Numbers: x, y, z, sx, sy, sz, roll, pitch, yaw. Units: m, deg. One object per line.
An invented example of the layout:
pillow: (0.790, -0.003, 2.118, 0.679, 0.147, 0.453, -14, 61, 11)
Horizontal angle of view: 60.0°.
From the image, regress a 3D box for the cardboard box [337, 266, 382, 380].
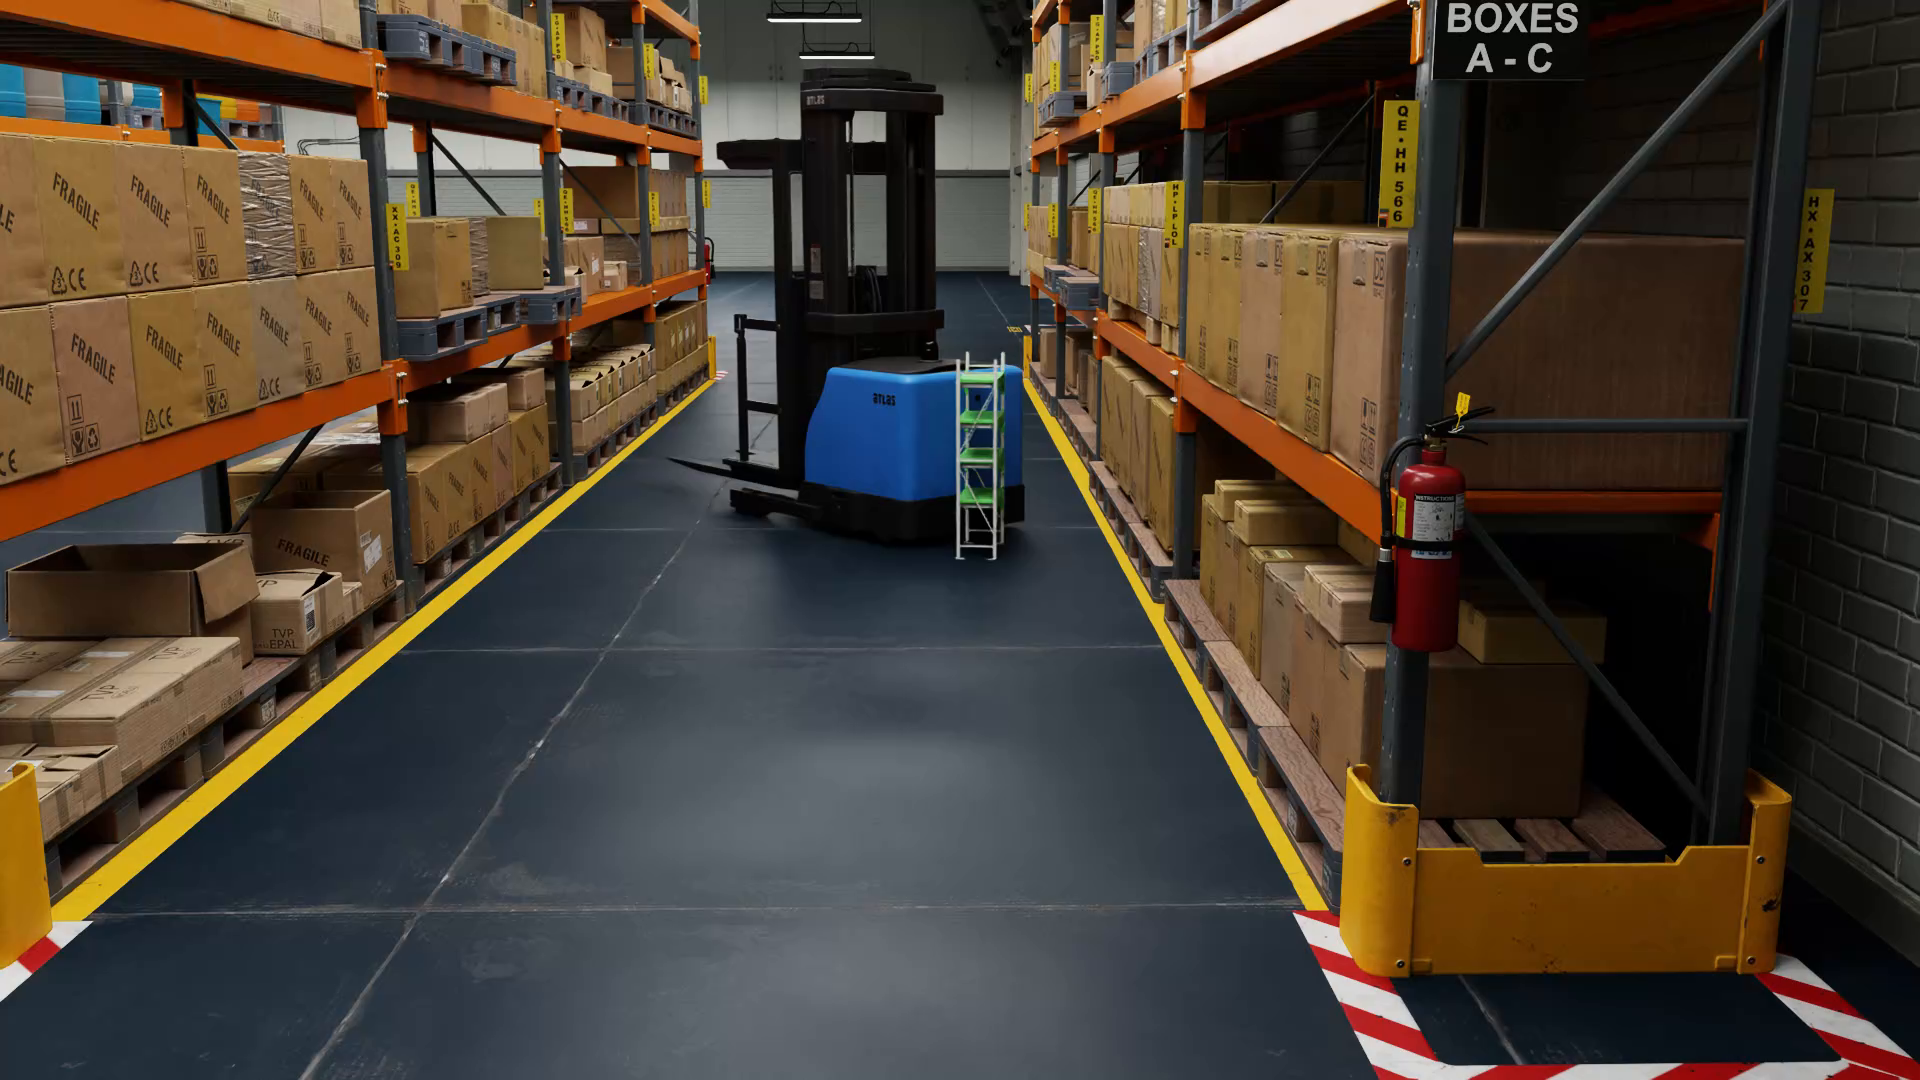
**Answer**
cardboard box: (-3.070, -1.026, 7.822, 0.500, 0.500, 0.500, 0, 11, 0)

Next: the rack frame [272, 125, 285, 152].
rack frame: (-8.537, -3.441, 19.978, 1.000, 3.000, 0.127, 0, 11, -1)

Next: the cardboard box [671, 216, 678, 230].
cardboard box: (-3.365, -3.548, 18.619, 0.380, 0.149, 0.250, 0, 11, 1)

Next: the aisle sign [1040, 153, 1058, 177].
aisle sign: (1.067, -4.769, 19.984, 0.394, 0.787, 0.004, 0, 11, -1)

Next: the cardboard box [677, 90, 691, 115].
cardboard box: (-3.297, -4.904, 18.612, 0.500, 0.250, 0.500, 0, 11, -1)

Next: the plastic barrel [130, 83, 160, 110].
plastic barrel: (-8.368, -4.766, 16.646, 0.600, 0.901, 0.708, 0, 11, -1)

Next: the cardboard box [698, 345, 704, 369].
cardboard box: (-3.256, -2.114, 19.297, 0.500, 0.250, 0.500, 0, 11, -1)

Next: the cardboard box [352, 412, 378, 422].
cardboard box: (-3.674, -0.566, 10.984, 0.500, 0.500, 0.500, 0, 11, -2)

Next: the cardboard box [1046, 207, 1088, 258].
cardboard box: (1.132, -3.083, 16.654, 0.500, 0.500, 0.500, 0, 11, -1)

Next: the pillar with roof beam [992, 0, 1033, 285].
pillar with roof beam: (-2.553, -11.040, 42.342, 9.100, 9.000, 0.548, 0, 11, -1)

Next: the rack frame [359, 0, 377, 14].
rack frame: (-3.337, -4.016, 7.720, 1.000, 3.000, 0.127, 0, 11, -1)

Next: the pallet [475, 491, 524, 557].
pallet: (-3.419, -0.114, 10.588, 1.003, 0.211, 1.213, 0, 11, -1)

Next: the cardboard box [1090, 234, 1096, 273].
cardboard box: (1.466, -2.497, 13.967, 0.700, 0.500, 0.500, 0, 11, -1)

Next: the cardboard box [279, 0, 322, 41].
cardboard box: (-3.061, -2.277, 7.072, 0.500, 0.250, 0.500, 0, 11, -1)

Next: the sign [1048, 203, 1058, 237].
sign: (0.908, -3.107, 16.154, 0.100, 0.325, 0.005, 0, 11, -1)

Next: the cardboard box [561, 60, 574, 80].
cardboard box: (-3.524, -3.888, 13.955, 0.500, 0.250, 0.500, -1, 12, -6)

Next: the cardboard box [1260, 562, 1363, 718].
cardboard box: (1.563, 0.380, 6.375, 0.700, 0.500, 0.500, -1, 11, -3)

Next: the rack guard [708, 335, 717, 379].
rack guard: (-3.585, -2.241, 20.346, 1.175, 0.500, 0.348, 0, 11, -1)

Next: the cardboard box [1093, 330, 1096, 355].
cardboard box: (1.495, -1.811, 15.237, 0.500, 0.250, 0.500, 0, 11, -2)

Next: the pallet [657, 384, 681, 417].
pallet: (-3.476, -1.458, 17.212, 1.003, 0.211, 1.213, 0, 11, -1)

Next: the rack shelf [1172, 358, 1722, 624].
rack shelf: (1.657, -0.347, 6.532, 1.077, 0.370, 4.000, 0, 11, -1)

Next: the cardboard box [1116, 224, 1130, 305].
cardboard box: (1.298, -1.796, 10.817, 0.500, 0.500, 0.500, 0, 11, -1)

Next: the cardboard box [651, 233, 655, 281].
cardboard box: (-3.535, -2.908, 17.096, 0.700, 0.500, 0.500, 0, 11, -2)

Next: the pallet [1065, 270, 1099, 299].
pallet: (1.451, -2.191, 14.298, 1.003, 0.211, 1.213, 0, 11, -1)

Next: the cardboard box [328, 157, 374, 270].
cardboard box: (-3.067, -1.515, 7.717, 0.500, 0.500, 0.500, 0, 11, -1)

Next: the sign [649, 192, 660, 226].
sign: (-2.960, -3.199, 16.068, 0.100, 0.325, 0.005, 0, 11, -1)

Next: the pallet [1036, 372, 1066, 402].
pallet: (1.373, -1.697, 18.392, 1.003, 0.211, 1.213, 0, 11, -1)

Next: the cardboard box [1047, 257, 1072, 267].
cardboard box: (1.138, -2.716, 16.730, 0.500, 0.250, 0.500, 0, 11, -1)

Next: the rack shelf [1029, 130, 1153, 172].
rack shelf: (1.409, -4.202, 17.992, 1.077, 0.370, 4.000, 0, 11, -1)

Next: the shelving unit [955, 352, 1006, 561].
shelving unit: (0.127, -0.517, 10.089, 0.258, 1.200, 0.503, 1, 12, 6)

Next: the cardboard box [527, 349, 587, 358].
cardboard box: (-3.737, -1.616, 15.430, 0.500, 0.311, 0.500, 0, 11, -2)

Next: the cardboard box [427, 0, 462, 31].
cardboard box: (-3.304, -3.215, 9.758, 0.600, 0.600, 0.600, -1, 11, -3)

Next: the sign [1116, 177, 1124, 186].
sign: (1.923, -4.203, 20.023, 0.100, 0.325, 0.005, 0, 11, -1)

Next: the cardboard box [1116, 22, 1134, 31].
cardboard box: (1.726, -4.804, 16.335, 0.500, 0.500, 0.500, 0, 11, 0)

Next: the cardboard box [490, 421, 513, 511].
cardboard box: (-3.138, -0.469, 10.508, 0.500, 0.500, 0.500, -1, 11, -3)

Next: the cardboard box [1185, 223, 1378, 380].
cardboard box: (1.611, -1.136, 7.859, 0.980, 0.700, 0.700, 0, 11, 0)

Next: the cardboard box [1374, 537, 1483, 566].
cardboard box: (1.765, 0.084, 6.200, 0.380, 0.149, 0.250, 0, 11, 0)

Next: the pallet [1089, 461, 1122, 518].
pallet: (1.474, -0.368, 11.843, 1.003, 0.211, 1.213, 0, 11, -1)

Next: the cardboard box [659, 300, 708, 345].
cardboard box: (-3.276, -2.581, 19.712, 0.500, 0.500, 0.500, 0, 11, -1)

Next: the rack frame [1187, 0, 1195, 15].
rack frame: (1.616, -4.037, 7.824, 1.000, 3.000, 0.127, 0, 11, -1)

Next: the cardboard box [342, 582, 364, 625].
cardboard box: (-2.973, 0.292, 7.637, 0.380, 0.149, 0.250, 0, 11, -1)

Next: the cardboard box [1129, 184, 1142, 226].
cardboard box: (1.328, -2.065, 10.257, 0.500, 0.250, 0.500, 0, 11, -2)

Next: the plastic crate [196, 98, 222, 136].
plastic crate: (-8.197, -4.526, 17.819, 0.392, 0.384, 0.575, 0, 11, -1)

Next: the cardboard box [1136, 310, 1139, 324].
cardboard box: (1.368, -1.508, 11.028, 0.380, 0.149, 0.250, 0, 11, 0)

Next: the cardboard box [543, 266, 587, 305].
cardboard box: (-3.244, -2.006, 13.125, 0.500, 0.311, 0.500, 0, 11, -2)

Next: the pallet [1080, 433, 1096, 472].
pallet: (1.519, -0.681, 13.383, 1.003, 0.211, 1.213, 0, 11, -1)

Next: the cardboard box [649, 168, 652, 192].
cardboard box: (-3.529, -3.539, 16.946, 0.700, 0.500, 0.500, 0, 11, -1)

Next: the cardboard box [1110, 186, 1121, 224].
cardboard box: (1.297, -2.266, 11.247, 0.500, 0.250, 0.500, 0, 11, -2)

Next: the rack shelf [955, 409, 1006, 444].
rack shelf: (0.127, -0.689, 10.054, 0.258, 0.148, 0.480, 1, 12, 6)

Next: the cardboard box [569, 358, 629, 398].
cardboard box: (-3.175, -1.417, 14.449, 0.500, 0.311, 0.500, 0, 11, -2)

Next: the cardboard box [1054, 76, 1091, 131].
cardboard box: (1.193, -4.316, 16.441, 0.500, 0.500, 0.500, 0, 11, 0)

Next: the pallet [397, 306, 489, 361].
pallet: (-3.244, -1.141, 9.121, 1.003, 0.211, 1.213, 0, 11, -1)

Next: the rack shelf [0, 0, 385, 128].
rack shelf: (-3.295, -1.796, 6.130, 1.077, 0.370, 4.000, 0, 11, -1)

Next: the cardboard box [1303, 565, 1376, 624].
cardboard box: (1.393, 0.185, 5.700, 0.380, 0.149, 0.250, 0, 11, 0)

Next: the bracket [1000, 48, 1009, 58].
bracket: (1.281, -13.930, 47.537, 0.235, 0.232, 0.430, 0, 11, -1)

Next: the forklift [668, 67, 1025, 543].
forklift: (-0.937, -1.653, 11.338, 1.130, 2.935, 3.031, -10, 15, -41)

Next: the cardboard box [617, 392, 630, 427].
cardboard box: (-3.175, -1.139, 14.491, 0.500, 0.250, 0.500, 0, 11, 0)
